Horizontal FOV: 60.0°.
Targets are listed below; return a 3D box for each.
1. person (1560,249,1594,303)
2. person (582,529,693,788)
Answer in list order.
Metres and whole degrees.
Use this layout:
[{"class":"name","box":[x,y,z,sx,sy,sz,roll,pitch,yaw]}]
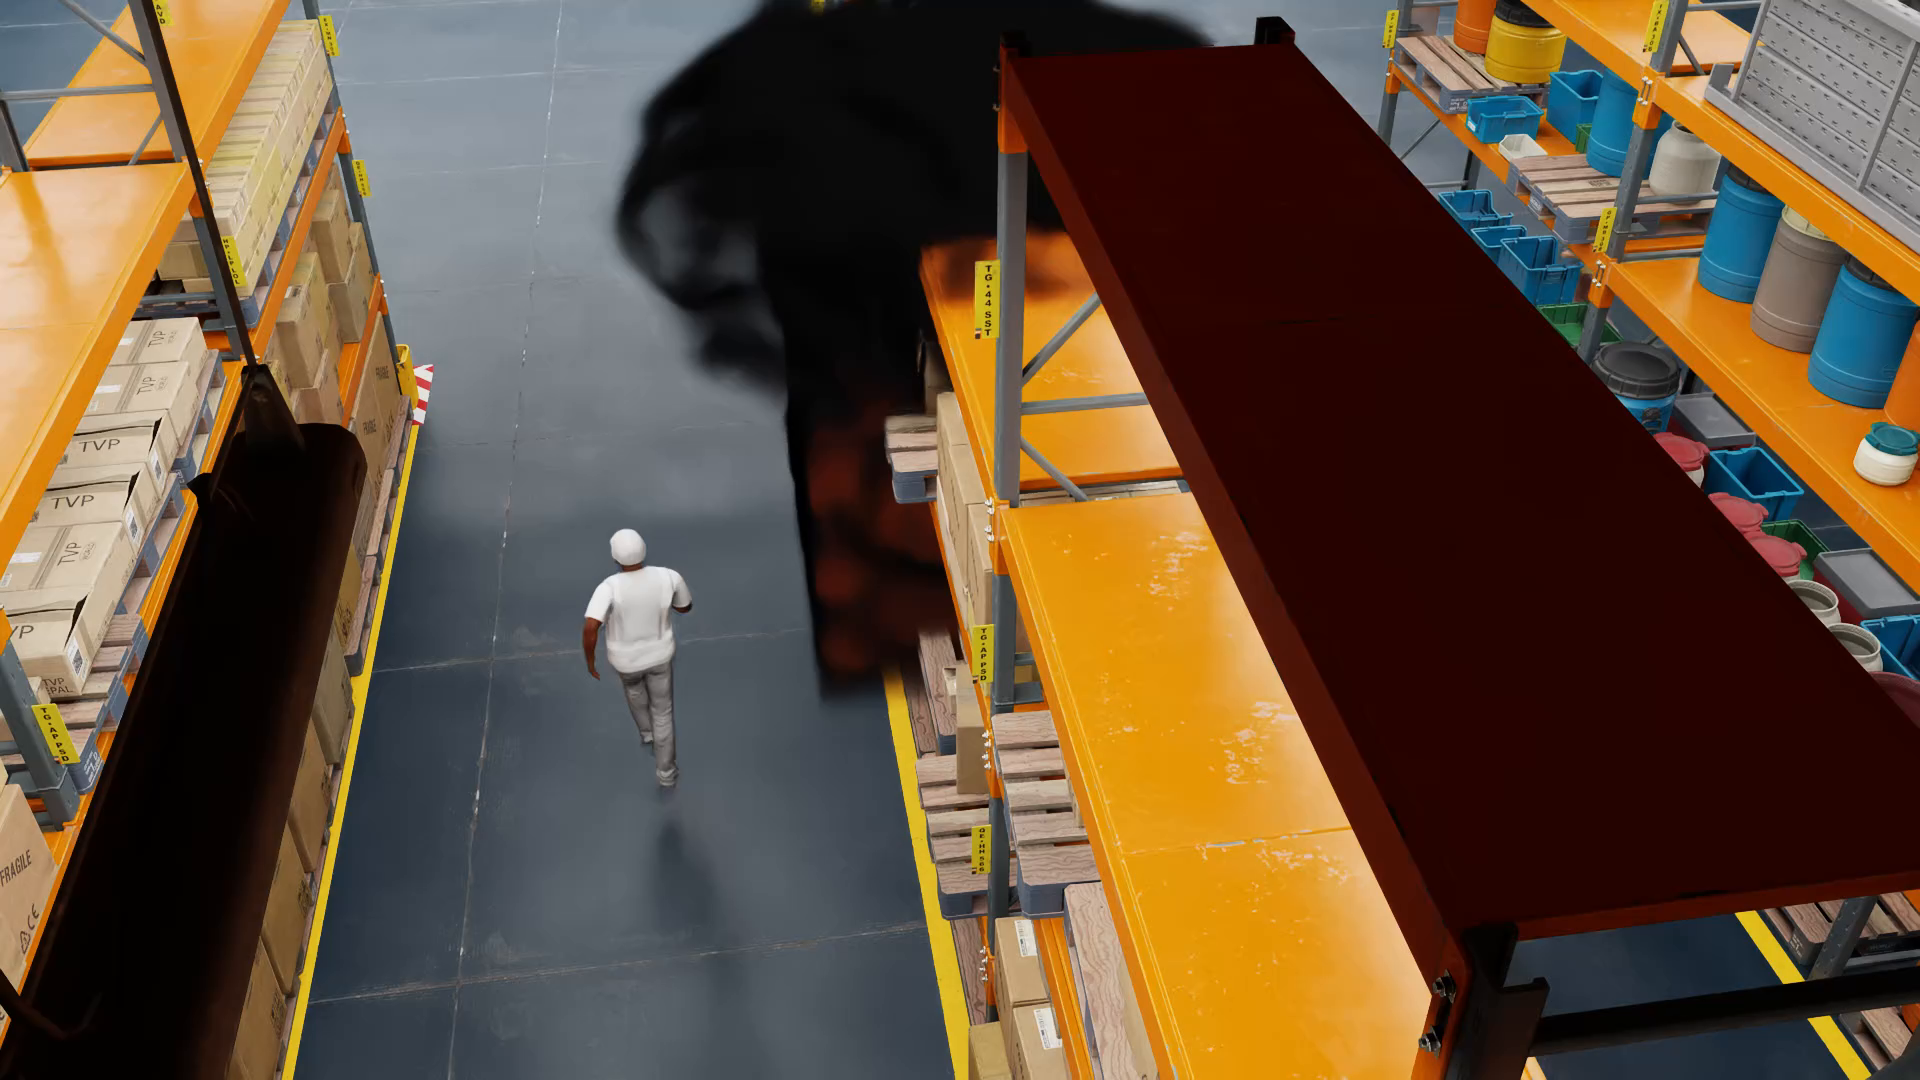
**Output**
[{"class":"person","box":[5.942,-2.563,15.611,0.599,1.556,0.608,-26,44,-31]},{"class":"person","box":[-1.999,0.766,10.495,0.728,1.865,0.804,-12,38,-16]}]
